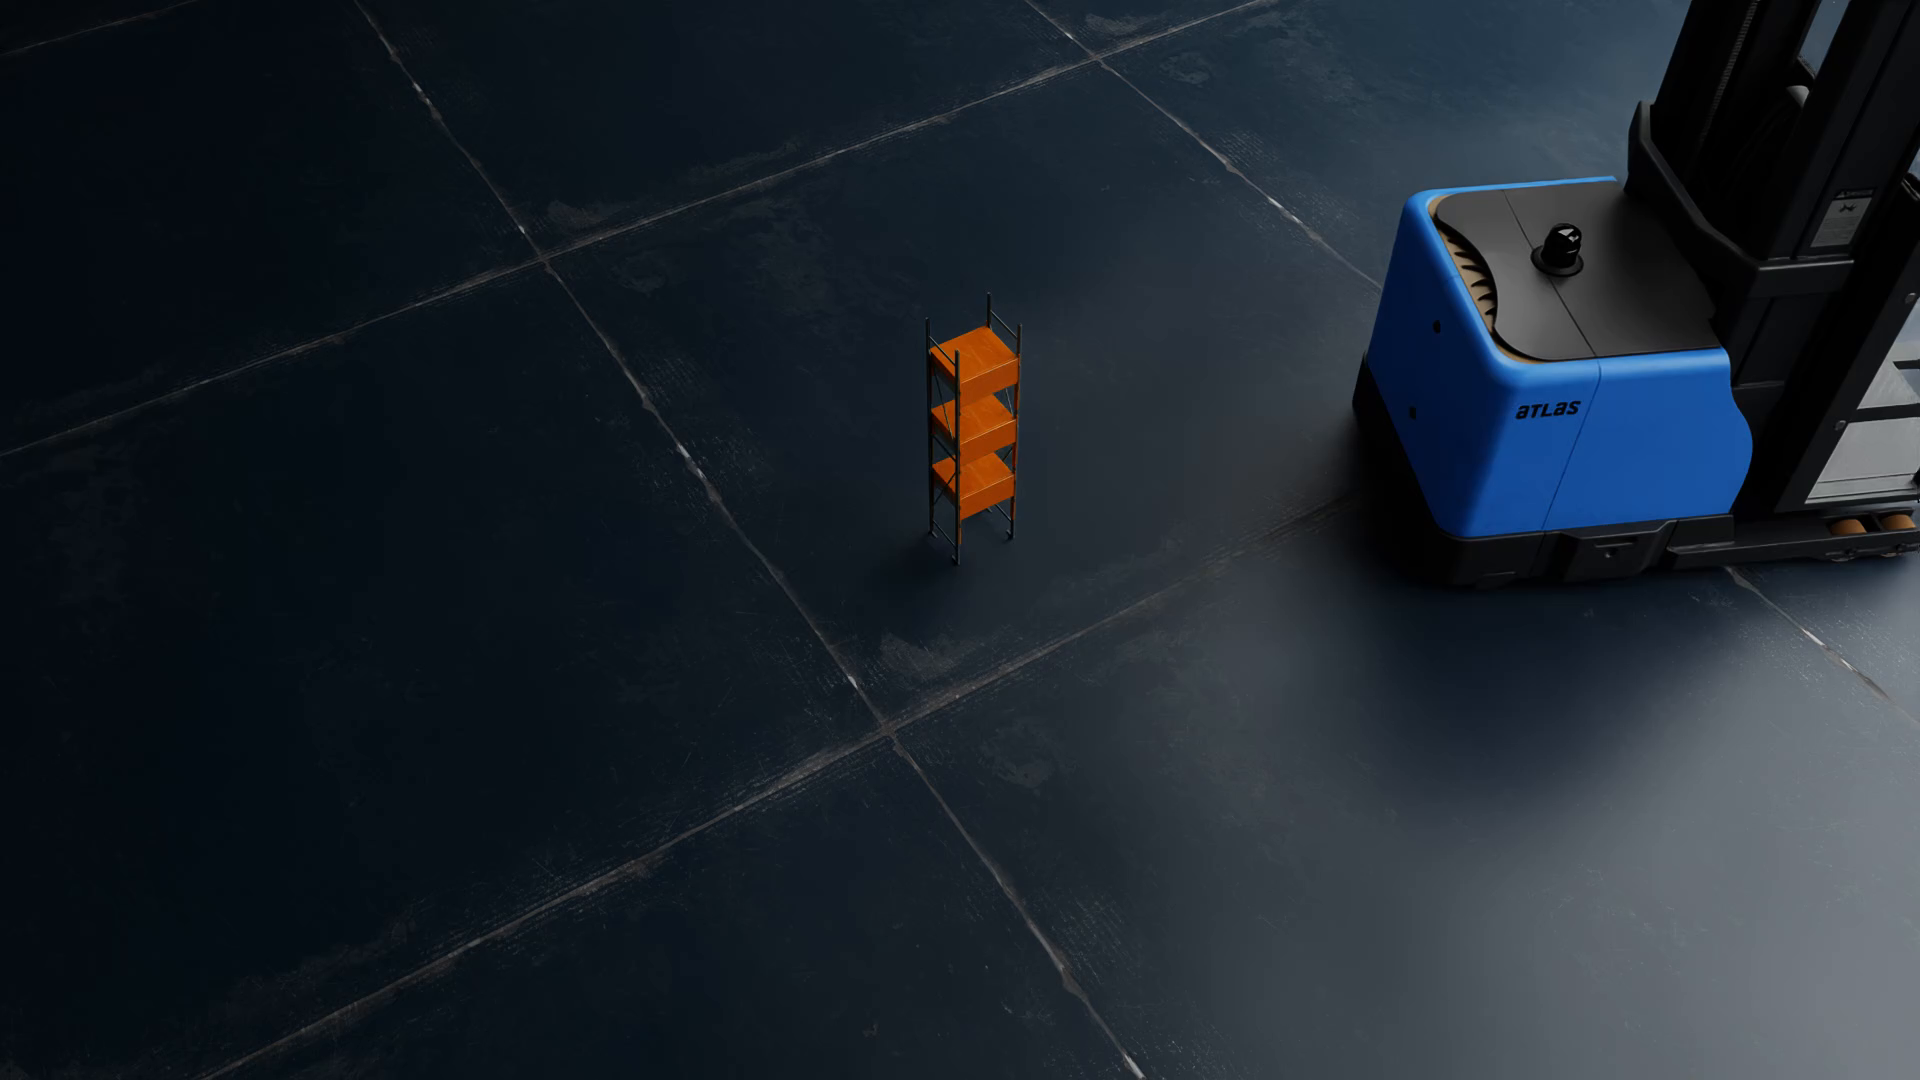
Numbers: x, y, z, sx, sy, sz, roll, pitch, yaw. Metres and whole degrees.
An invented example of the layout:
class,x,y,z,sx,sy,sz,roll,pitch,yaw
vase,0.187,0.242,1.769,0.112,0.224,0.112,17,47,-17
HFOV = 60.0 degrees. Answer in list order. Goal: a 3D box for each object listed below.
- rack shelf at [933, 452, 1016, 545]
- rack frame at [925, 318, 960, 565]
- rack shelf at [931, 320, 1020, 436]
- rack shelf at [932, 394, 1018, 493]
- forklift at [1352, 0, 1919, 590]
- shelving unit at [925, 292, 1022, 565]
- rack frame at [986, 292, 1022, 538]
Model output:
class,x,y,z,sx,sy,sz,roll,pitch,yaw
rack shelf,0.045,-0.179,6.092,0.240,0.259,0.215,-25,53,-21
rack frame,-0.058,-0.322,5.834,0.008,1.050,0.200,-25,53,-21
rack shelf,0.045,-0.552,5.673,0.240,0.259,0.215,-25,53,-21
rack shelf,0.045,-0.363,5.885,0.240,0.259,0.215,-25,53,-21
forklift,3.120,-1.284,5.430,3.031,2.935,1.130,-5,49,-5
shelving unit,0.045,-0.370,5.877,0.252,1.050,0.215,-25,53,-21
rack frame,0.148,-0.419,5.920,0.008,1.050,0.200,-25,53,-21
